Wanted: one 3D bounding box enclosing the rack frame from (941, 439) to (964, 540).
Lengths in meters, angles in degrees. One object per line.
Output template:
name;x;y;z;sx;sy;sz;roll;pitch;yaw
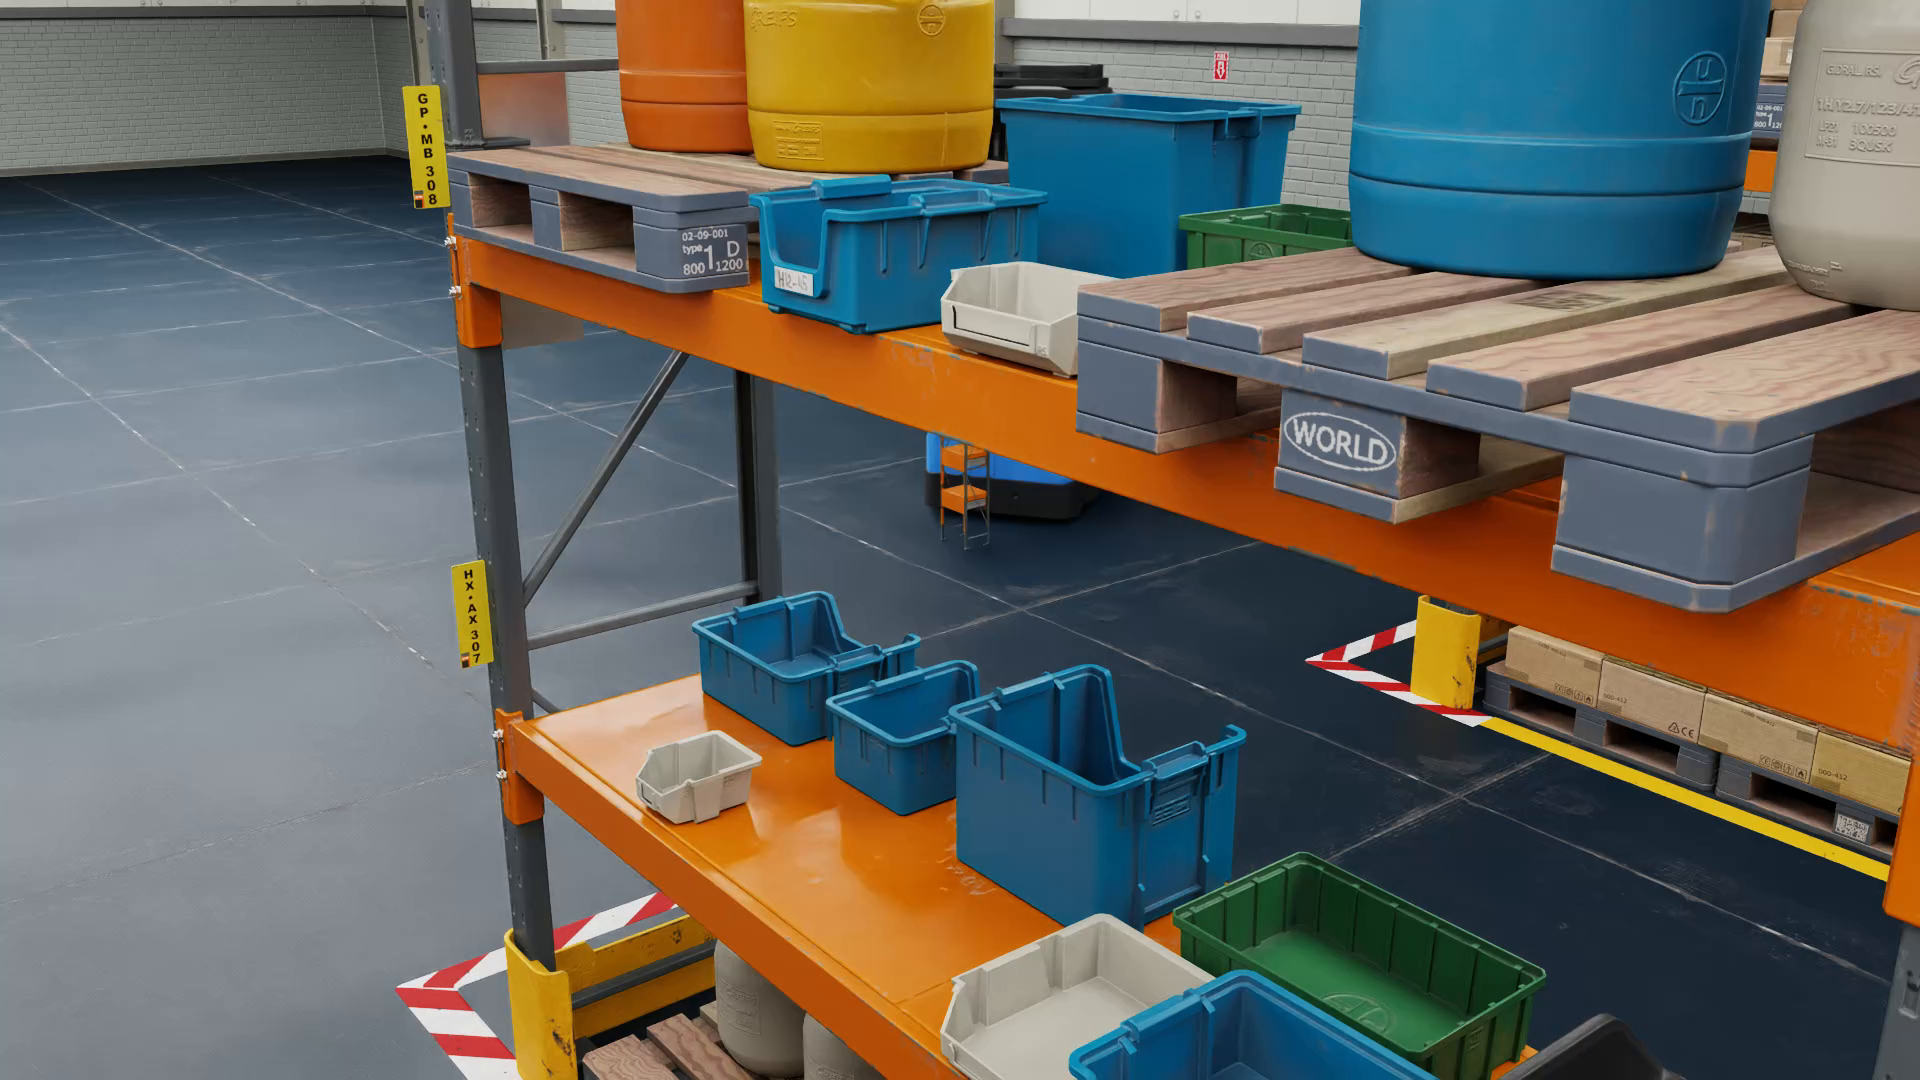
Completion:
rack frame;-0.043;-0.515;10.748;0.200;1.050;0.008;-14;23;-36

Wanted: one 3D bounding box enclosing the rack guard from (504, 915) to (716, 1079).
rack guard;-0.940;1.444;5.705;1.175;0.500;0.348;-14;23;-36

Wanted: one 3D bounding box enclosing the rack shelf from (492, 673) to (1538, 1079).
rack shelf;0.218;1.083;3.966;1.077;0.370;4.000;-14;23;-36

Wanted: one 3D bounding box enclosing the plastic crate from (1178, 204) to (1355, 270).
plastic crate;0.694;-0.531;3.261;0.336;0.188;0.450;-14;23;-36

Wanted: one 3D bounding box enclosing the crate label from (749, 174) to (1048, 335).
crate label;-0.121;-0.579;3.305;0.502;0.251;0.408;-14;23;-36

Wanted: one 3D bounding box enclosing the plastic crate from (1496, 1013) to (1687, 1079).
plastic crate;1.234;1.110;2.839;0.767;0.338;0.504;-14;23;-36

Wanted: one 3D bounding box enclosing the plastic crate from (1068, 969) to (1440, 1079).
plastic crate;0.560;1.085;3.051;0.499;0.251;0.616;-14;23;-36

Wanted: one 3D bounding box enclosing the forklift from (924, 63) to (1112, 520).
forklift;0.721;-1.952;12.094;1.130;2.935;3.031;6;19;18

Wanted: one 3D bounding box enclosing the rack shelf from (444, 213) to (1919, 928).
rack shelf;0.218;-0.341;3.494;1.077;0.370;4.000;-14;23;-36

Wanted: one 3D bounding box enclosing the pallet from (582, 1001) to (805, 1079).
pallet;-0.439;1.783;5.143;1.003;0.211;1.213;-14;23;-36

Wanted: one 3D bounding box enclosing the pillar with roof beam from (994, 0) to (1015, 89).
pillar with roof beam;-2.970;-6.646;16.619;9.100;9.000;0.400;-14;23;-36

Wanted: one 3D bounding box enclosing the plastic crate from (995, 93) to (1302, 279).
plastic crate;0.396;-0.757;3.630;0.392;0.384;0.575;-14;23;-36

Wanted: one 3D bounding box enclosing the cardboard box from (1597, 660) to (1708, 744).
cardboard box;3.333;0.686;7.724;0.500;0.250;0.500;-14;23;-36

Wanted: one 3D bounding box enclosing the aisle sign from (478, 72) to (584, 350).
aisle sign;-1.298;-0.946;4.813;0.394;0.787;0.004;-14;23;-36

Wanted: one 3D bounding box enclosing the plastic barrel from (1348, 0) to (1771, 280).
plastic barrel;0.926;-0.894;2.552;0.600;0.901;0.708;-14;23;-36

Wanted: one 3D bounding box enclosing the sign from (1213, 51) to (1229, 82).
sign;2.698;-4.898;17.196;0.001;0.298;0.199;-14;23;-36

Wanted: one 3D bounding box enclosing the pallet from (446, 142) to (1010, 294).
pallet;-0.587;-0.863;4.226;1.003;0.211;1.213;-14;23;-36

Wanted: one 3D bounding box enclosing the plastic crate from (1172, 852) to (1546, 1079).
plastic crate;0.838;0.945;3.574;0.450;0.188;0.662;-14;23;-36

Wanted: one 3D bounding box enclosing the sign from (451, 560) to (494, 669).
sign;-1.458;0.223;4.976;0.100;0.325;0.005;-14;23;-36

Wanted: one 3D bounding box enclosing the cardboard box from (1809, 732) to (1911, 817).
cardboard box;3.950;0.934;6.977;0.500;0.250;0.500;-14;23;-36

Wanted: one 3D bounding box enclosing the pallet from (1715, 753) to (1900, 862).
pallet;4.122;1.087;7.244;1.003;0.211;1.213;-14;23;-36

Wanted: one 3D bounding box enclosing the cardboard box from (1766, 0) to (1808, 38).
cardboard box;3.215;-2.314;7.252;0.797;0.503;0.637;-12;22;-32

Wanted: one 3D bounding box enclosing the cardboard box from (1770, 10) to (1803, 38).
cardboard box;3.783;-2.104;7.020;0.500;0.250;0.500;-14;23;-36

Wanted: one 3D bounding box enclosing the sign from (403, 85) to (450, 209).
sign;-1.458;-1.074;4.547;0.100;0.325;0.005;-14;23;-36

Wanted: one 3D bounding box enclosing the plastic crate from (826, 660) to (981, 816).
plastic crate;-0.080;0.545;4.682;0.499;0.251;0.408;-14;23;-36

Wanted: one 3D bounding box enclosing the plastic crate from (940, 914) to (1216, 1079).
plastic crate;0.253;1.008;3.465;0.530;0.136;0.437;-14;23;-36

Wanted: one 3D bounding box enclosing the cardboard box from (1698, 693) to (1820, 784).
cardboard box;3.643;0.810;7.352;0.500;0.250;0.500;-14;23;-36

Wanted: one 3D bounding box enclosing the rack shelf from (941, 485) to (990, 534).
rack shelf;0.033;-0.211;10.748;0.215;0.259;0.240;-14;23;-36

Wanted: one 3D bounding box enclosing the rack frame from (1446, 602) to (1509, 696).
rack frame;2.861;-0.718;8.258;1.000;3.000;0.127;-14;23;-36

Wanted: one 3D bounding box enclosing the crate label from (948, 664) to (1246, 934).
crate label;0.331;0.632;4.125;0.502;0.435;0.616;-14;23;-36

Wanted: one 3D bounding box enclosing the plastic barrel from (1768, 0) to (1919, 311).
plastic barrel;1.346;-0.587;2.245;0.421;0.512;0.421;0;18;0

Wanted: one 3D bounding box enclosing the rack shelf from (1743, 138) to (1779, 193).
rack shelf;4.103;-1.307;6.411;1.077;0.370;4.000;-14;23;-36

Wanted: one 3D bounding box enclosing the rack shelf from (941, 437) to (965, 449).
rack shelf;0.033;-0.745;10.572;0.215;0.259;0.240;-14;23;-36

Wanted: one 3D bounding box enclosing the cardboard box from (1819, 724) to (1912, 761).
cardboard box;3.949;0.578;6.858;0.500;0.500;0.500;-14;23;-36

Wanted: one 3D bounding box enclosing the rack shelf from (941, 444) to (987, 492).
rack shelf;0.033;-0.475;10.661;0.215;0.259;0.240;-14;23;-36

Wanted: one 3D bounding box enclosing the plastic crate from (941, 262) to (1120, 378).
plastic crate;0.146;-0.382;2.890;0.243;0.136;0.396;-14;23;-36

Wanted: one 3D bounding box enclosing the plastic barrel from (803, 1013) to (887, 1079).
plastic barrel;-0.244;1.501;4.848;0.421;0.512;0.421;0;18;0

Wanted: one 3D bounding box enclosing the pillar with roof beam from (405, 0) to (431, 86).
pillar with roof beam;-14.146;-11.082;30.014;9.100;9.000;0.400;-14;23;-36

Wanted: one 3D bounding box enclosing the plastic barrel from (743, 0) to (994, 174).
plastic barrel;-0.216;-1.208;4.000;0.600;0.588;0.600;0;18;0

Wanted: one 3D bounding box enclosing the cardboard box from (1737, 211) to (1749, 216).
cardboard box;3.174;-1.250;7.644;0.700;0.500;0.500;-14;23;-36

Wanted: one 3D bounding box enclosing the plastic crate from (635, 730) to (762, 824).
plastic crate;-0.720;0.657;4.527;0.298;0.136;0.250;-14;23;-36

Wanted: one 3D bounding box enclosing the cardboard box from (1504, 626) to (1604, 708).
cardboard box;3.020;0.564;8.094;0.500;0.250;0.500;-14;23;-36

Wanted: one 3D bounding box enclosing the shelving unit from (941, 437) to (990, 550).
shelving unit;0.033;-0.485;10.658;0.215;1.050;0.252;-14;23;-36

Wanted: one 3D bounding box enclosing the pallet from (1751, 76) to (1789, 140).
pallet;3.280;-1.920;7.259;1.003;0.211;1.213;-14;23;-36

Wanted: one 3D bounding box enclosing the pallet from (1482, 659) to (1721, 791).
pallet;3.369;0.786;8.152;1.003;0.211;1.213;-14;23;-36

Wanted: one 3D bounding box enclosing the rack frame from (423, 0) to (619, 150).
rack frame;-1.024;-2.600;4.398;1.000;3.000;0.127;-14;23;-36

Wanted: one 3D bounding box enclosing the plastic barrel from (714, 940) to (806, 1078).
plastic barrel;-0.555;1.377;5.221;0.421;0.512;0.421;0;18;0

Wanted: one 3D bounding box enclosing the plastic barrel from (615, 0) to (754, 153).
plastic barrel;-0.622;-1.484;4.449;0.600;0.830;0.708;-14;23;-36

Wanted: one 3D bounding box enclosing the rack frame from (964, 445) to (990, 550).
rack frame;0.109;-0.455;10.567;0.200;1.050;0.008;-14;23;-36

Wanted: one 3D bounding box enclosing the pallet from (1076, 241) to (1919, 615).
pallet;0.935;-0.259;2.402;1.213;0.211;1.003;-14;23;-36

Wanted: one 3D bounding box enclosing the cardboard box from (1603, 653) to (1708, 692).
cardboard box;3.332;0.331;7.605;0.500;0.500;0.500;-14;23;-36

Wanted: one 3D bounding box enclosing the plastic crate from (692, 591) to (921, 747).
plastic crate;-0.478;0.384;5.168;0.499;0.251;0.616;-14;23;-36

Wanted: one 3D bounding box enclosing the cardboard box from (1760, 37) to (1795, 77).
cardboard box;3.454;-1.964;6.758;0.380;0.149;0.250;-14;23;-36

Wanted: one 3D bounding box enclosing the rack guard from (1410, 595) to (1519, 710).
rack guard;2.847;0.463;8.669;1.175;0.500;0.348;-14;23;-36

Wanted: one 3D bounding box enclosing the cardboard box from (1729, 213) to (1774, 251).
cardboard box;3.505;-1.122;7.256;0.700;0.500;0.500;-15;23;-38

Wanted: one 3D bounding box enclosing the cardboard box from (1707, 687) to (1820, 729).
cardboard box;3.653;0.451;7.240;0.500;0.500;0.500;-14;23;-36

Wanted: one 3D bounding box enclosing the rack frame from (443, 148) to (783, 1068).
rack frame;-1.024;0.248;5.341;1.000;3.000;0.127;-14;23;-36

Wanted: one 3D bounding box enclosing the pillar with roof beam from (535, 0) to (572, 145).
pillar with roof beam;-10.421;-9.603;25.549;9.100;9.000;0.400;-14;23;-36
